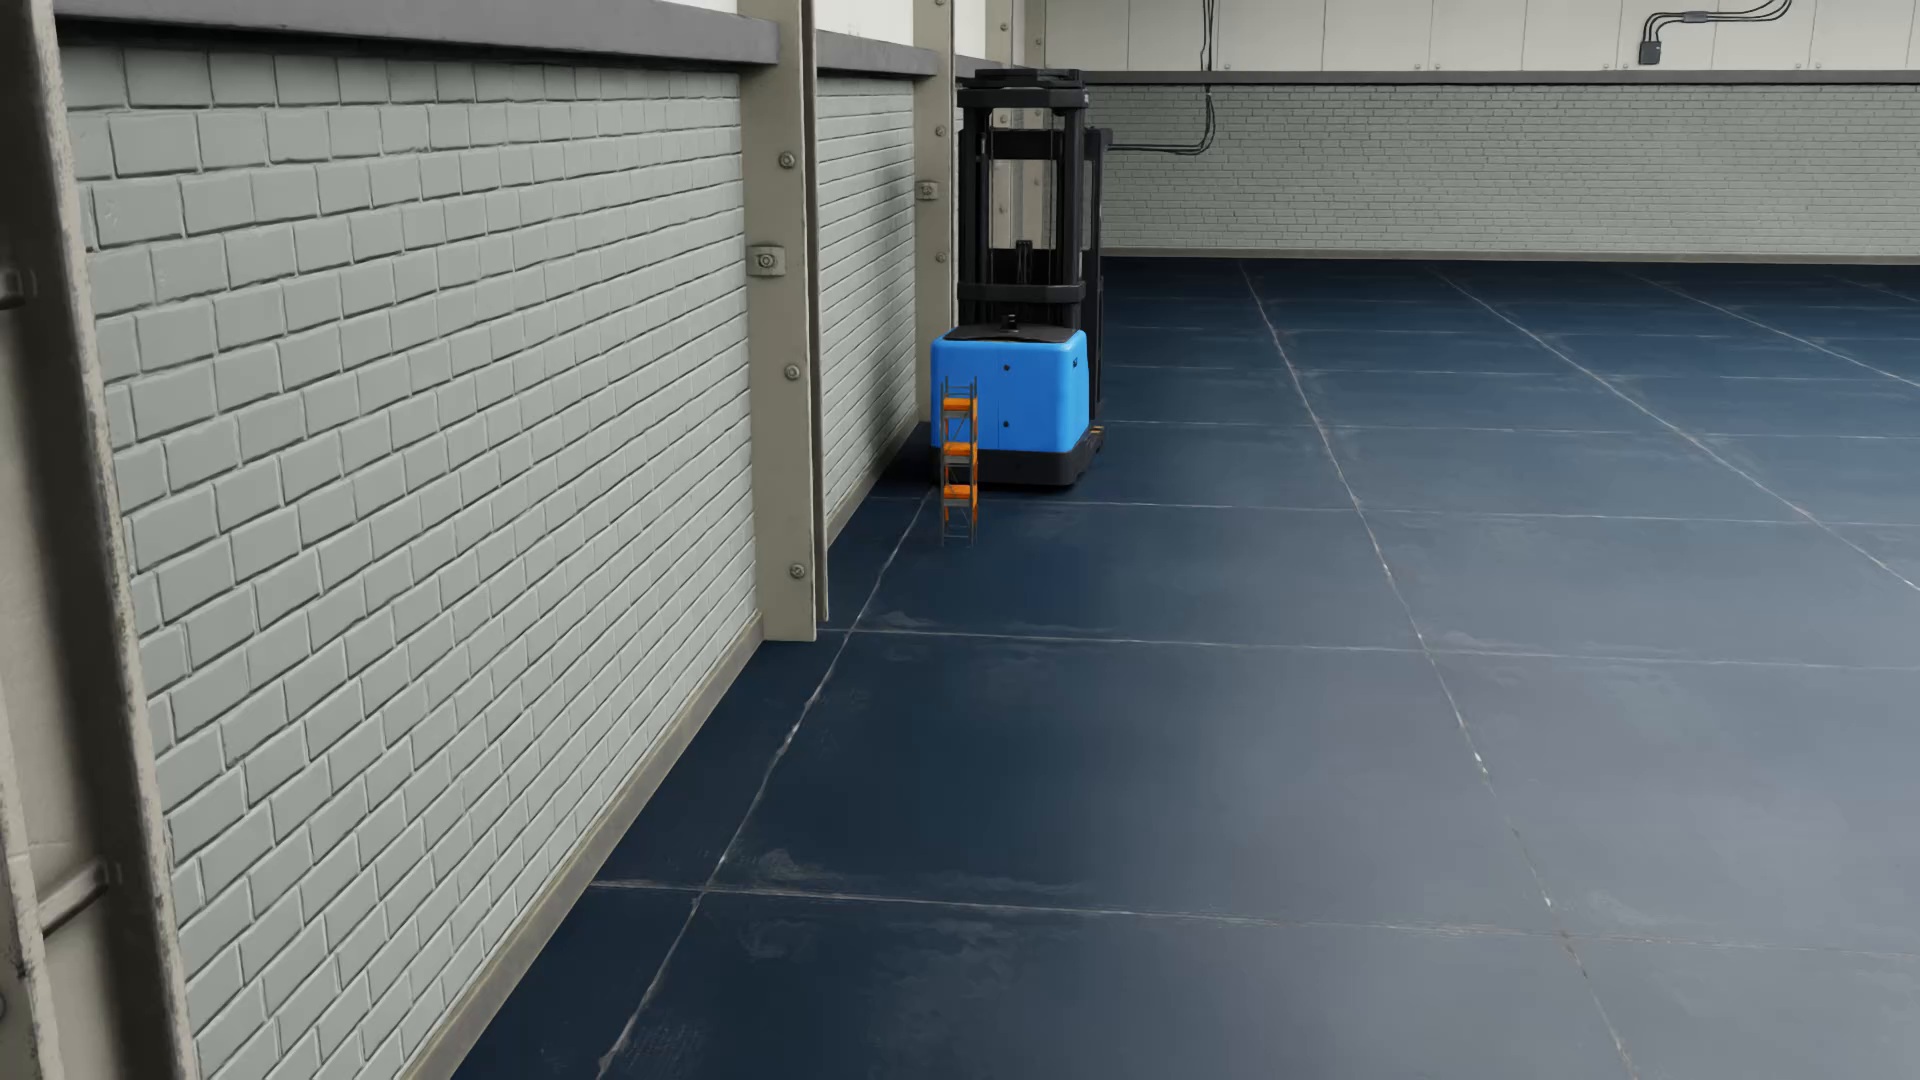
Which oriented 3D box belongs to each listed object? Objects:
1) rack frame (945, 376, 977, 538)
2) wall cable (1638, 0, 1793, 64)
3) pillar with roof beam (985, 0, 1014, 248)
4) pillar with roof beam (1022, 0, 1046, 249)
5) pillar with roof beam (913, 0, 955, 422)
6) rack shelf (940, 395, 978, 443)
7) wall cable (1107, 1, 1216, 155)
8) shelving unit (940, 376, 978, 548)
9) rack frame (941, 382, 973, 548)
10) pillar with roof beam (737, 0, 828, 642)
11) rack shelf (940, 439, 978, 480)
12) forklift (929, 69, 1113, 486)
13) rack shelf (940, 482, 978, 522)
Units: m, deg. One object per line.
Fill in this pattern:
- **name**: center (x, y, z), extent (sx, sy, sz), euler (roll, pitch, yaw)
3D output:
- **rack frame**: center (0.008, -0.525, 10.591), extent (0.200, 1.050, 0.008), euler (2, 15, 6)
- **wall cable**: center (12.215, -10.620, 26.184), extent (2.305, 6.003, 0.169), euler (2, 15, 6)
- **pillar with roof beam**: center (4.738, -6.854, 18.771), extent (9.100, 9.000, 0.400), euler (2, 15, 6)
- **pillar with roof beam**: center (5.416, -8.411, 24.526), extent (9.100, 9.000, 0.400), euler (2, 15, 6)
- **pillar with roof beam**: center (4.061, -5.298, 13.016), extent (9.100, 9.000, 0.400), euler (2, 15, 6)
- **rack shelf**: center (-0.006, -0.757, 10.402), extent (0.215, 0.259, 0.240), euler (2, 15, 6)
- **wall cable**: center (2.784, -7.764, 28.082), extent (3.097, 2.526, 0.112), euler (2, 15, 6)
- **shelving unit**: center (-0.006, -0.493, 10.474), extent (0.215, 1.050, 0.252), euler (2, 15, 6)
- **rack frame**: center (-0.020, -0.461, 10.357), extent (0.200, 1.050, 0.008), euler (2, 15, 6)
- **pillar with roof beam**: center (3.384, -3.742, 7.261), extent (9.100, 9.000, 0.400), euler (2, 15, 6)
- **rack shelf**: center (-0.006, -0.483, 10.476), extent (0.215, 0.259, 0.240), euler (2, 15, 6)
- **forklift**: center (0.577, -2.140, 12.960), extent (1.130, 2.935, 3.031), euler (3, 15, 11)
- **rack shelf**: center (-0.006, -0.214, 10.549), extent (0.215, 0.259, 0.240), euler (2, 15, 6)
